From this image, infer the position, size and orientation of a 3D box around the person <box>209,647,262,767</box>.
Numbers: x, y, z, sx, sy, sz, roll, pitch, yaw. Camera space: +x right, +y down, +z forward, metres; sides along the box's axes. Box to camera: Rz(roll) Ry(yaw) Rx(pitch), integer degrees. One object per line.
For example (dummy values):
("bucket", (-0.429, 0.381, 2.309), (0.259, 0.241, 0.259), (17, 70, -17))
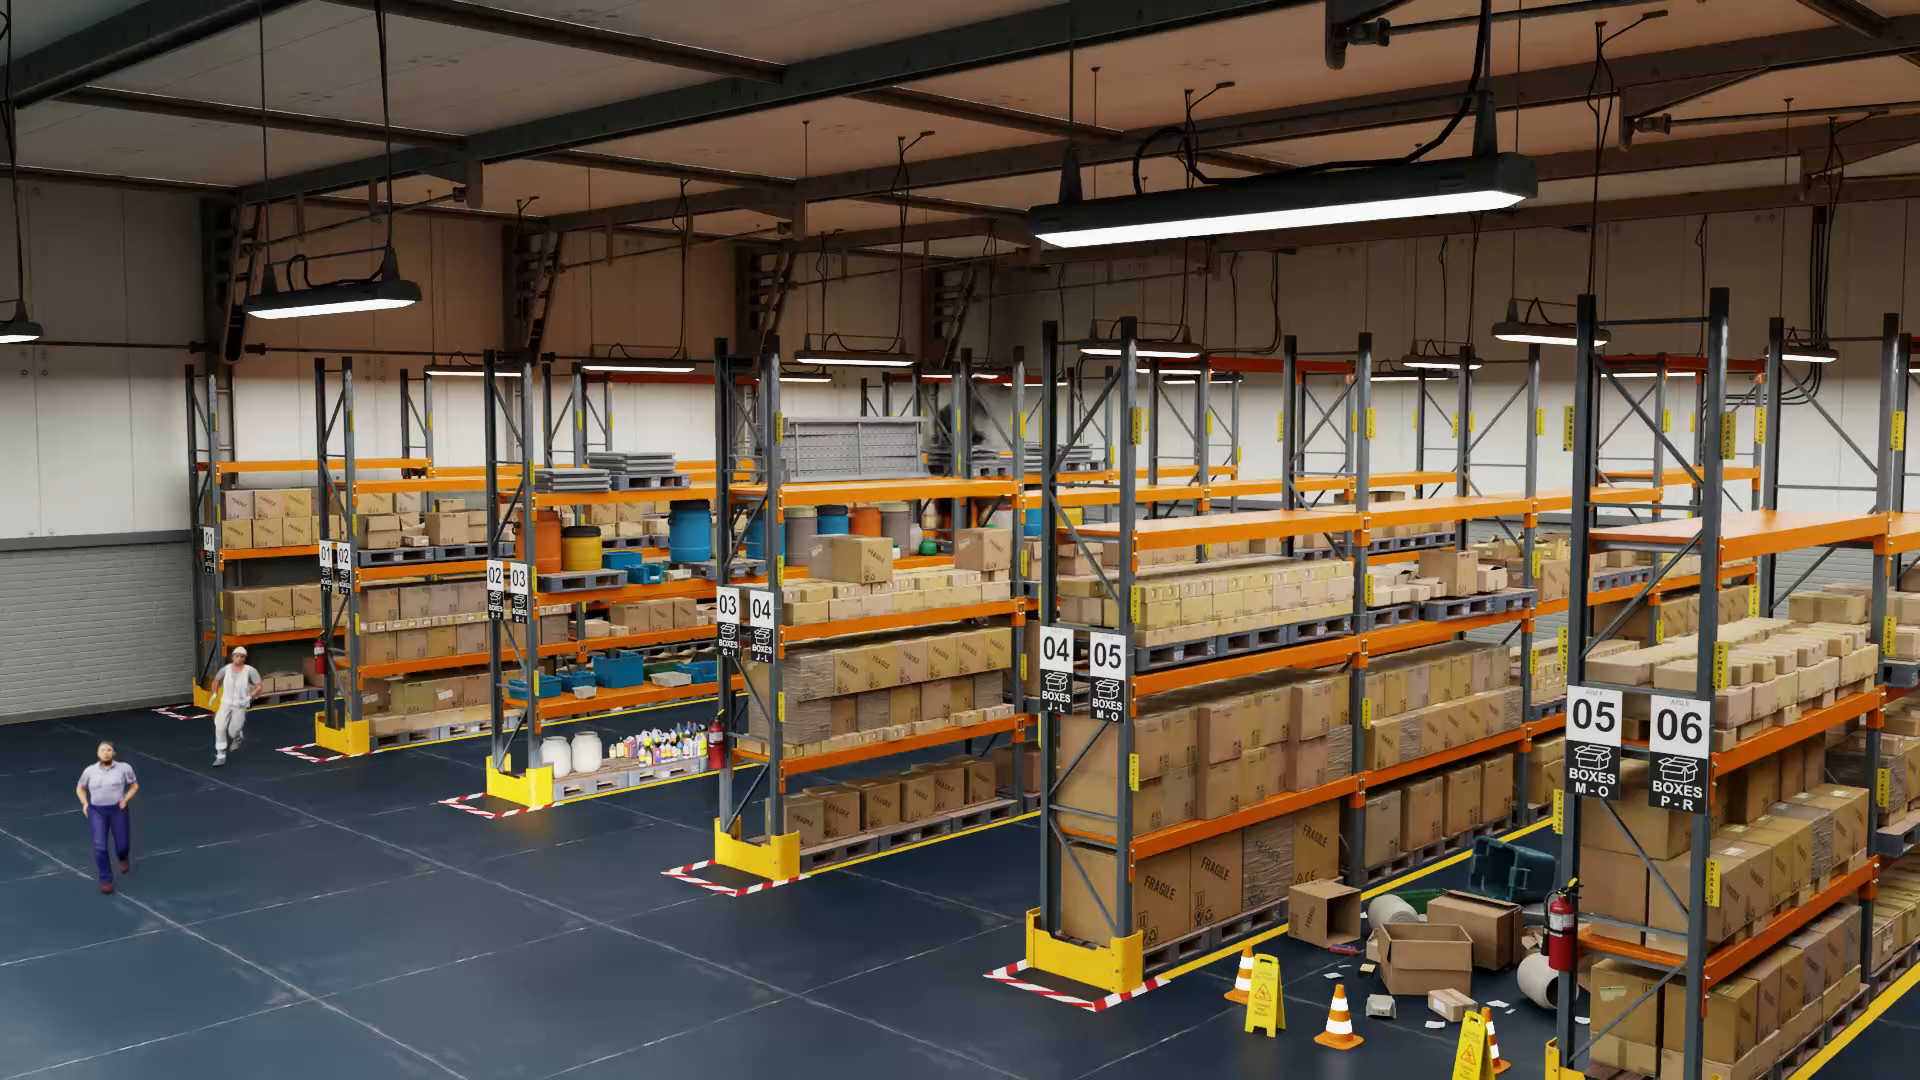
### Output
("person", (-10.668, 2.426, 24.520), (0.709, 1.728, 0.772), (0, 4, -6))

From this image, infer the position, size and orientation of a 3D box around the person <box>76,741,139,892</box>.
("person", (-9.276, 2.990, 18.107), (0.611, 1.578, 0.652), (-2, 5, -24))
